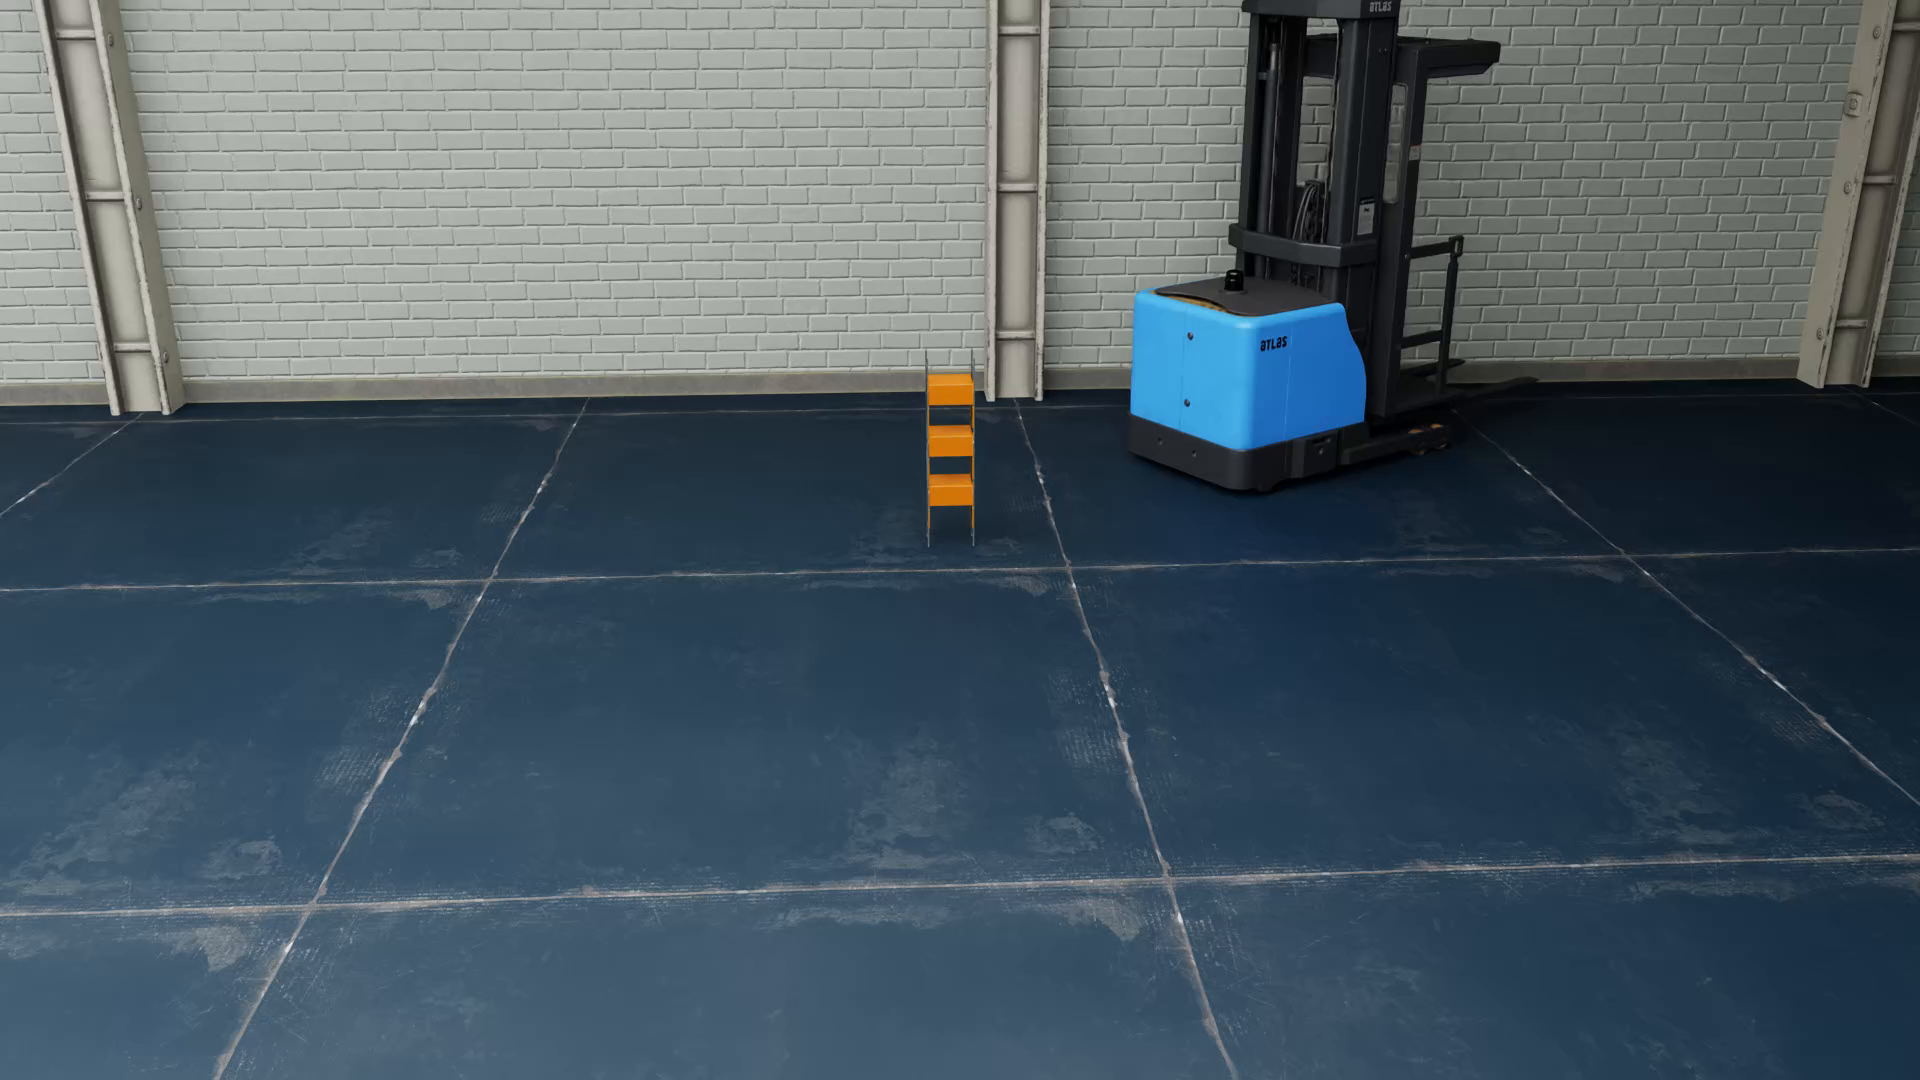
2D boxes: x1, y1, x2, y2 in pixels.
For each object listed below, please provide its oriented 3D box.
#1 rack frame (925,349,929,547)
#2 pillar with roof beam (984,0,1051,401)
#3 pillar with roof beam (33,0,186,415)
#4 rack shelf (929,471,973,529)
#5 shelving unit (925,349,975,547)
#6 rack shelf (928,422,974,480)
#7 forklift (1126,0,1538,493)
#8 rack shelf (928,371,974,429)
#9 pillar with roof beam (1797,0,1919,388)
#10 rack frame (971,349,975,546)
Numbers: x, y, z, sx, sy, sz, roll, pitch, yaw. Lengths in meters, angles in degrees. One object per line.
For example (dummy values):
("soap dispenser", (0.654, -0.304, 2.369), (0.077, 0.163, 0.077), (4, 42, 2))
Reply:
("rack frame", (-0.175, -0.487, 8.925), (0.008, 1.050, 0.200), (-1, 21, -3))
("pillar with roof beam", (0.625, -3.710, 6.217), (0.400, 9.000, 9.100), (-1, 21, -3))
("pillar with roof beam", (-5.365, -3.588, 5.897), (0.400, 9.000, 9.100), (-1, 21, -3))
("rack shelf", (-0.053, -0.220, 9.034), (0.240, 0.259, 0.215), (-1, 21, -3))
("shelving unit", (-0.053, -0.490, 8.931), (0.252, 1.050, 0.215), (-1, 21, -3))
("rack shelf", (-0.053, -0.480, 8.935), (0.240, 0.259, 0.215), (-1, 21, -3))
("forklift", (2.535, -2.043, 10.369), (3.031, 2.935, 1.130), (-14, 25, -33))
("rack shelf", (-0.053, -0.745, 8.834), (0.240, 0.259, 0.215), (-1, 21, -3))
("pillar with roof beam", (6.615, -3.831, 6.537), (0.400, 9.000, 9.100), (-1, 21, -3))
("rack frame", (0.068, -0.492, 8.938), (0.008, 1.050, 0.200), (-1, 21, -3))
